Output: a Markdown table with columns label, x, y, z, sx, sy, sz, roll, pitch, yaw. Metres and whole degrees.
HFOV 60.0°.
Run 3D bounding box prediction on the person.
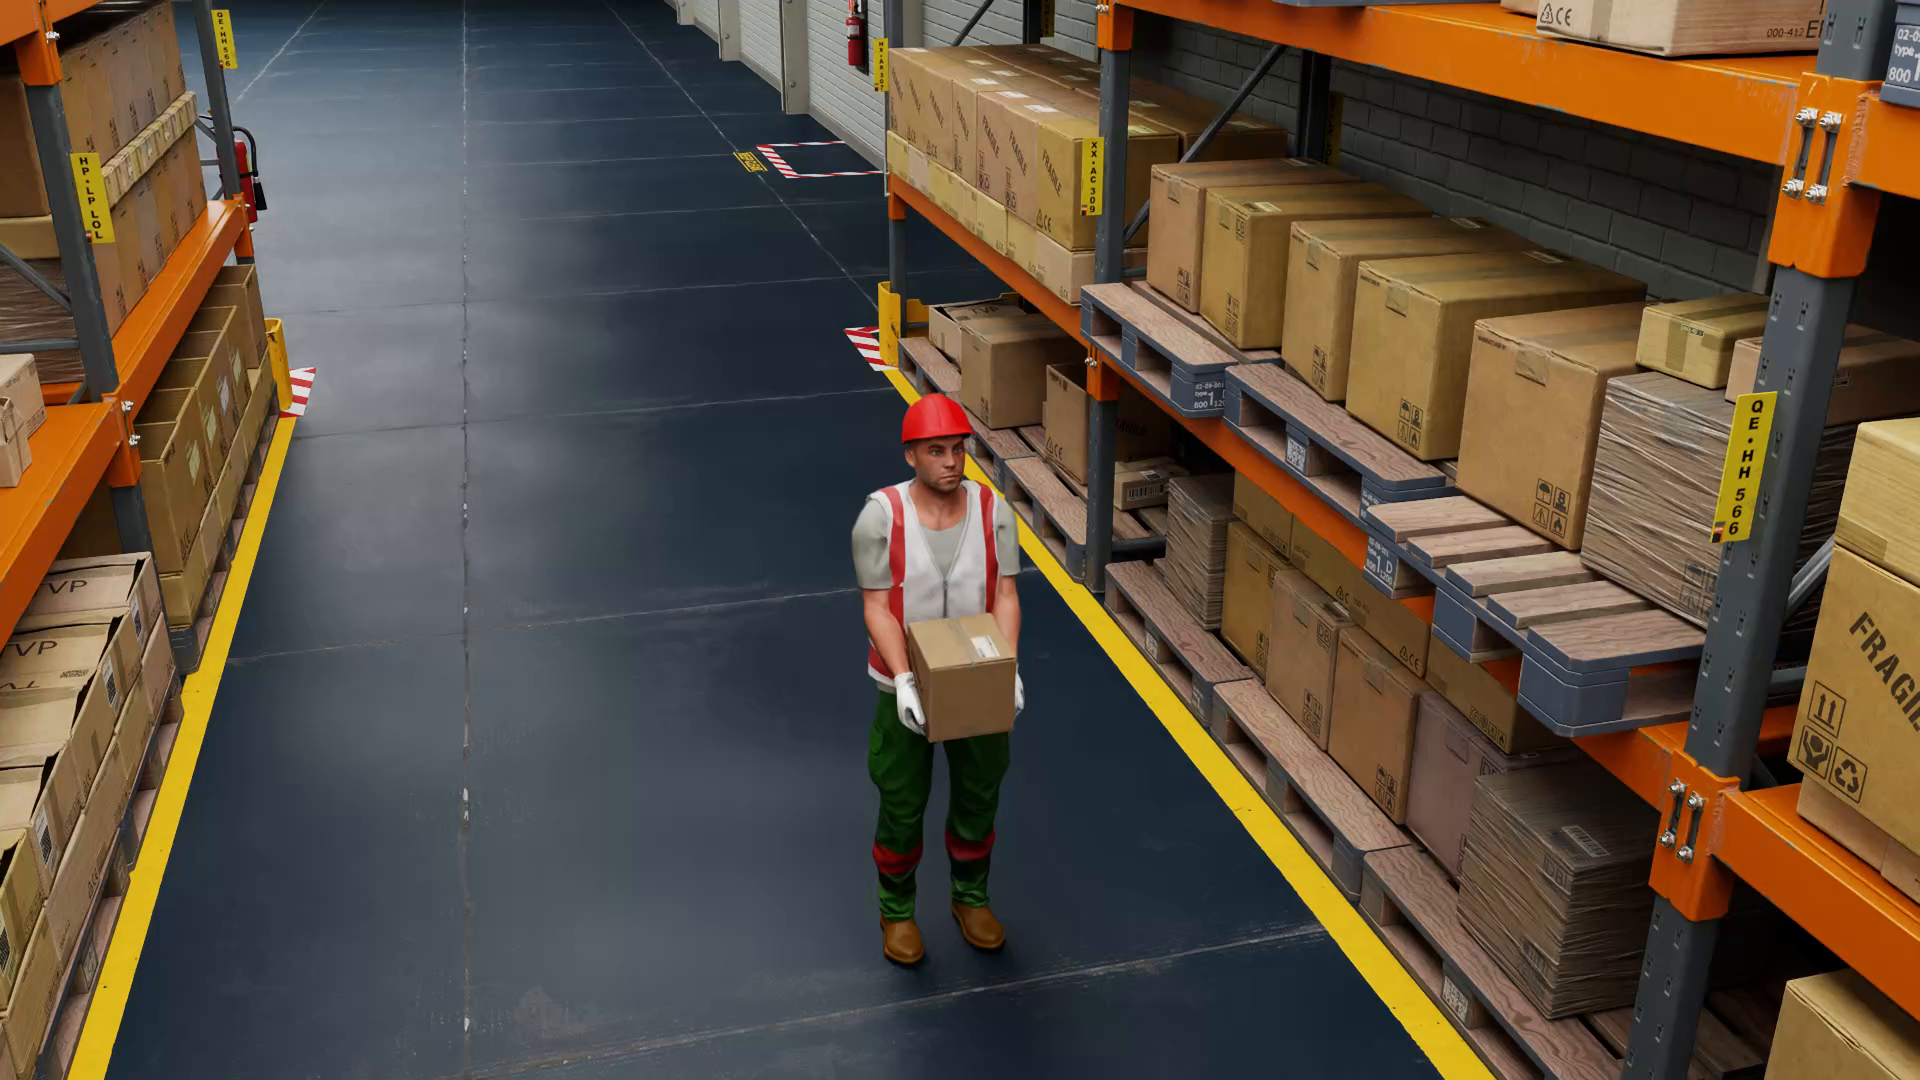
| label | x | y | z | sx | sy | sz | roll | pitch | yaw |
| --- | --- | --- | --- | --- | --- | --- | --- | --- | --- |
| person | -0.036 | 0.465 | 4.952 | 0.511 | 1.790 | 0.559 | -6 | 24 | -15 |
